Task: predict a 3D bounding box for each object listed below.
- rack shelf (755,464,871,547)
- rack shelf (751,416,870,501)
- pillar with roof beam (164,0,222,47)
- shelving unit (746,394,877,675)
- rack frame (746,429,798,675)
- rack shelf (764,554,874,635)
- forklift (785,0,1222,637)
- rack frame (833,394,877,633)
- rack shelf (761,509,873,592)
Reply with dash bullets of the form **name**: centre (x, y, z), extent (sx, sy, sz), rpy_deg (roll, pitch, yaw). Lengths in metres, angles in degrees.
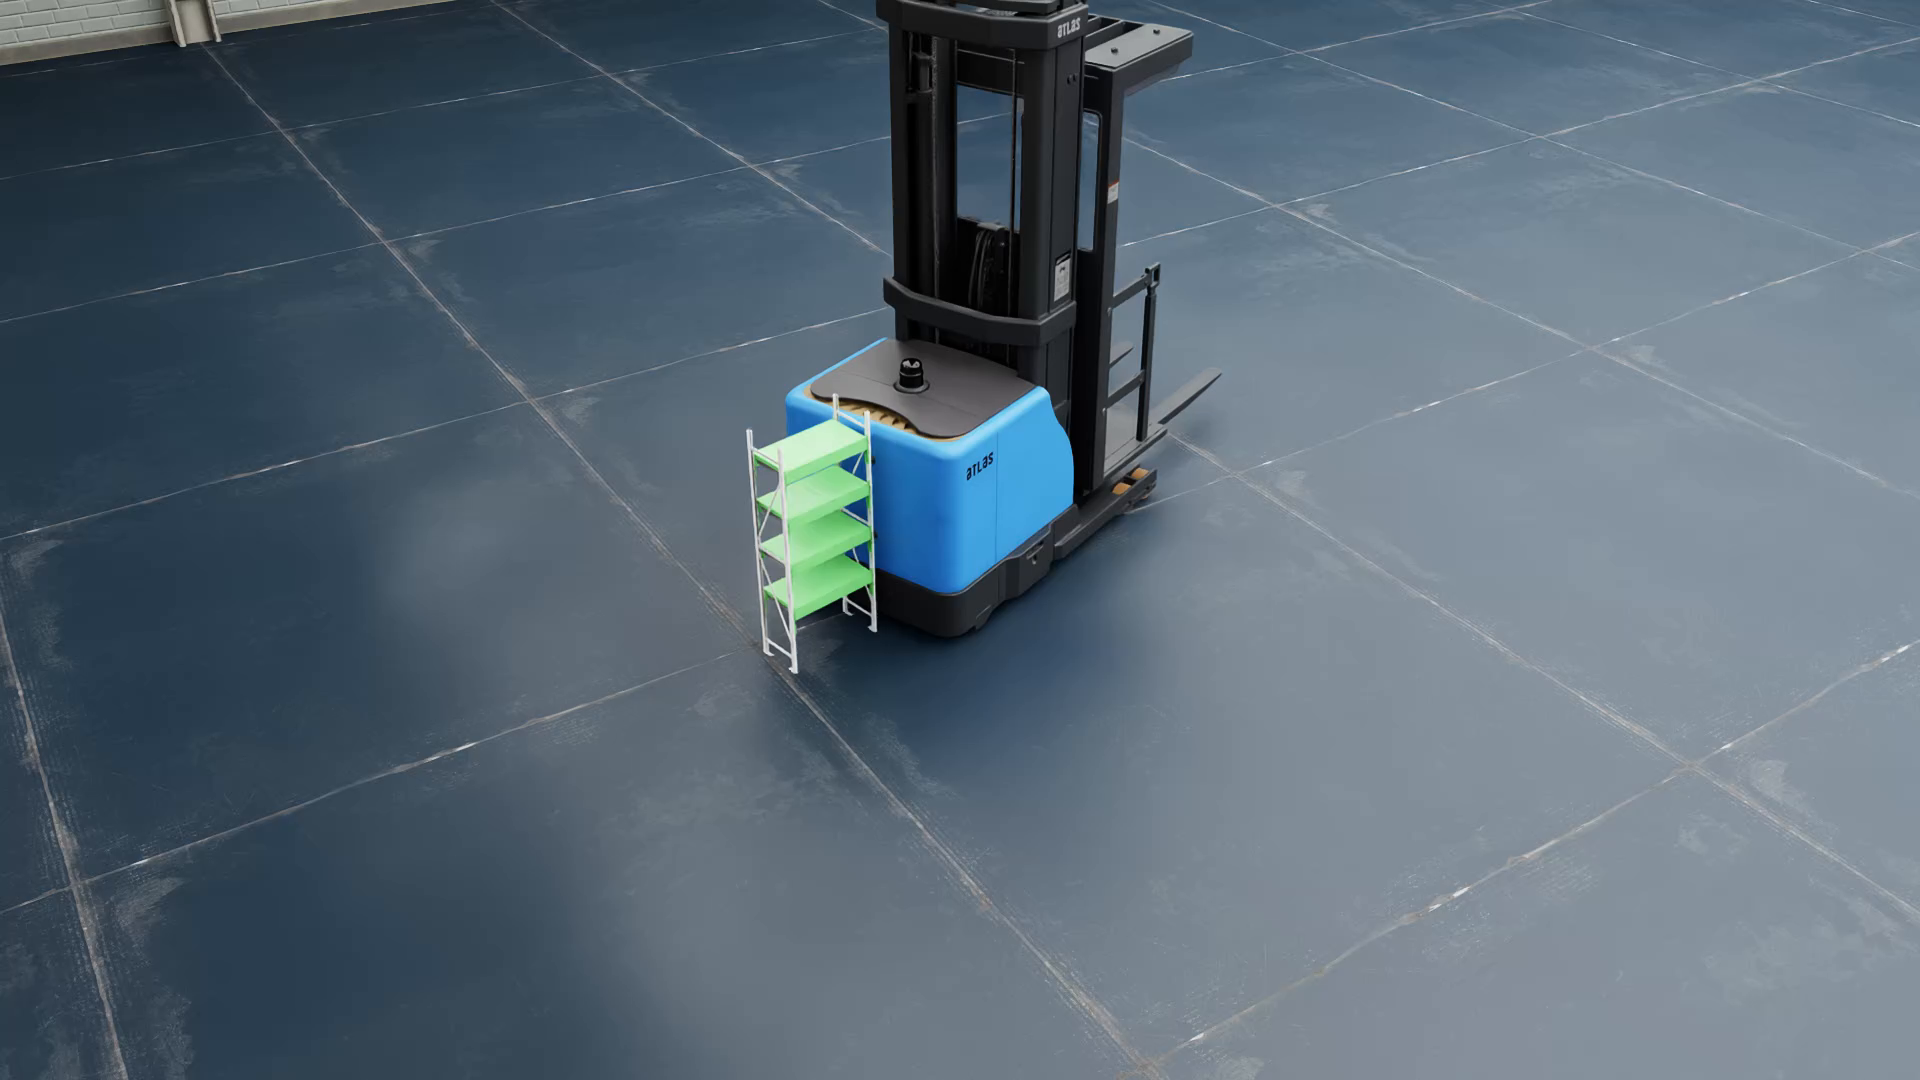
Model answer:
- **rack shelf**: centre (-0.668, -0.167, 7.559), extent (0.480, 0.148, 0.258), rpy_deg (-27, 41, -35)
- **rack shelf**: centre (-0.668, -0.370, 7.430), extent (0.480, 0.148, 0.258), rpy_deg (-27, 41, -35)
- **pillar with roof beam**: centre (-5.327, -6.896, 11.247), extent (0.400, 9.000, 9.100), rpy_deg (-19, 37, -27)
- **shelving unit**: centre (-0.667, -0.018, 7.653), extent (0.503, 1.200, 0.258), rpy_deg (-27, 41, -35)
- **rack frame**: centre (-0.845, 0.071, 7.512), extent (0.015, 1.200, 0.240), rpy_deg (-27, 41, -35)
- **rack shelf**: centre (-0.667, 0.238, 7.816), extent (0.480, 0.148, 0.258), rpy_deg (-27, 41, -35)
- **forklift**: centre (0.420, -1.516, 8.406), extent (1.130, 2.935, 3.031), rpy_deg (21, 38, 29)
- **rack frame**: centre (-0.489, -0.108, 7.794), extent (0.015, 1.200, 0.240), rpy_deg (-27, 41, -35)
- **rack shelf**: centre (-0.667, 0.036, 7.687), extent (0.480, 0.148, 0.258), rpy_deg (-27, 41, -35)
